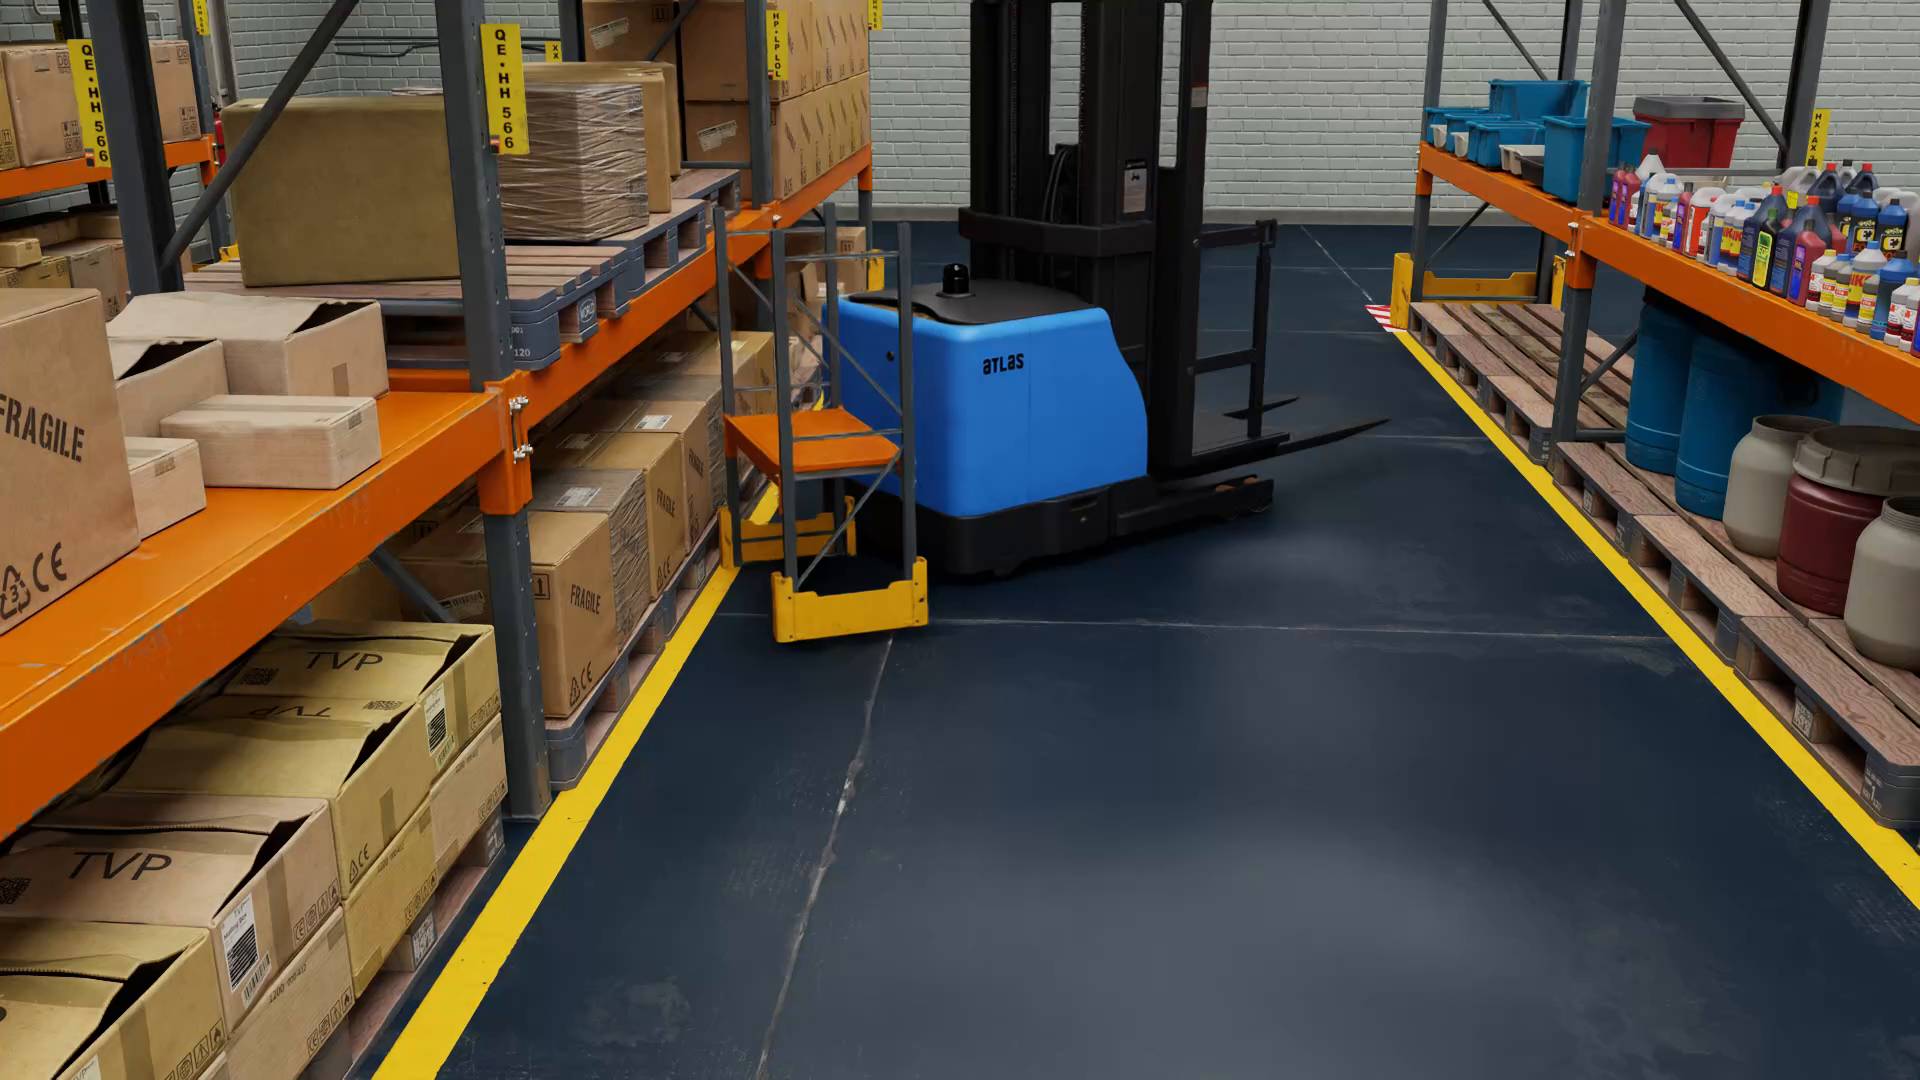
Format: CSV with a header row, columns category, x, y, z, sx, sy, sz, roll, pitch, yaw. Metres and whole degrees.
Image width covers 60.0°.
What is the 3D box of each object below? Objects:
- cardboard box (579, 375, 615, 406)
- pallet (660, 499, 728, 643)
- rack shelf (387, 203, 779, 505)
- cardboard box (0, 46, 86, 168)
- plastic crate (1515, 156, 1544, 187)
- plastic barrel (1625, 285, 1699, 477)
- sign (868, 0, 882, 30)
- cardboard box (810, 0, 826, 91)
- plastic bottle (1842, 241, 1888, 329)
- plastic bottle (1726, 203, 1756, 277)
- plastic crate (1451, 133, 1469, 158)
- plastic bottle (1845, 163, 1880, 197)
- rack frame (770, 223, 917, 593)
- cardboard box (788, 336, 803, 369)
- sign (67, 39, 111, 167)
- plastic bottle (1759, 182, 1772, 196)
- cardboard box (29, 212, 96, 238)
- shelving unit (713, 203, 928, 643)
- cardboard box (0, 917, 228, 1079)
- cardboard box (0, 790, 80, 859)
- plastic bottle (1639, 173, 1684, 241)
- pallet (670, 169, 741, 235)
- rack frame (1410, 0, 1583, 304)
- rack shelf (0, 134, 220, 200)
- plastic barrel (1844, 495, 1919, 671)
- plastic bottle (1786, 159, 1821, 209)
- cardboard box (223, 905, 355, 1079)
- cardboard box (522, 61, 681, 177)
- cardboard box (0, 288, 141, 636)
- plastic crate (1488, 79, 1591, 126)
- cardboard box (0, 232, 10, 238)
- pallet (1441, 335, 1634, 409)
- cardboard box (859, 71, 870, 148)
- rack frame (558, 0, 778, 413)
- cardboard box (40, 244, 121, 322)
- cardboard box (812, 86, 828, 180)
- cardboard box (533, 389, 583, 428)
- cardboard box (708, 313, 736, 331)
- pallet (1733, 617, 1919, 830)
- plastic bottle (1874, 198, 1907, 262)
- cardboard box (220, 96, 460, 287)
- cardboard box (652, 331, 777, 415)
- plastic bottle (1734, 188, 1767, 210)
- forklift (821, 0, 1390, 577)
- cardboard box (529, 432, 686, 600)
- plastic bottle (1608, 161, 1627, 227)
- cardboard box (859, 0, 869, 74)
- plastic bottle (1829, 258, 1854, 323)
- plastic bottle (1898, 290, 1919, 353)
category,x,y,z,sx,sy,sz,roll,pitch,yaw
cardboard box,-1.790,-0.421,7.200,0.500,0.500,0.500,2,18,5
pallet,-1.547,0.093,6.802,1.003,0.211,1.213,1,18,4
rack shelf,-1.585,-0.903,6.517,1.077,0.370,4.000,1,18,4
cardboard box,-6.227,-2.739,10.483,0.980,0.700,0.700,0,18,1
plastic crate,3.311,-2.006,9.072,0.437,0.125,0.590,1,18,4
plastic barrel,3.443,-0.788,7.706,0.600,0.901,0.708,1,18,4
sign,-0.603,-3.790,11.806,0.100,0.325,0.005,1,18,4
cardboard box,-1.053,-2.849,9.533,0.500,0.500,0.500,1,18,2
plastic bottle,2.886,-0.814,5.297,0.097,0.271,0.097,0,18,0
plastic bottle,2.960,-1.133,6.269,0.097,0.271,0.097,0,18,0
plastic crate,3.285,-2.522,10.630,0.250,0.136,0.298,1,18,4
plastic bottle,3.746,-1.381,6.898,0.144,0.351,0.185,1,18,4
rack frame,-0.409,-0.376,6.026,0.500,1.500,0.032,-6,17,-18
cardboard box,-1.144,-1.123,9.877,0.380,0.166,0.250,1,18,4
sign,-2.270,-1.145,4.369,0.100,0.325,0.005,1,18,4
plastic bottle,3.667,-1.527,7.586,0.097,0.201,0.097,0,18,0
cardboard box,-6.272,-2.204,11.630,0.380,0.149,0.250,1,18,4
shelving unit,-0.579,-0.509,6.497,0.587,1.500,1.083,-6,17,-18
cardboard box,-1.628,0.859,2.825,0.500,0.311,0.500,2,18,5
cardboard box,-2.127,0.695,3.326,0.500,0.311,0.500,1,18,2
plastic bottle,3.059,-1.446,7.219,0.152,0.276,0.135,1,18,4
pallet,-1.608,-1.529,7.580,1.003,0.211,1.213,1,18,4
rack frame,3.786,-2.997,11.751,1.000,3.000,0.127,1,18,4
rack shelf,-6.239,-2.255,10.642,1.077,0.370,4.000,1,18,4
plastic barrel,3.181,0.141,5.496,0.421,0.512,0.421,0,18,0
plastic bottle,3.616,-1.441,7.083,0.144,0.351,0.185,1,18,4
cardboard box,-1.595,0.969,3.391,0.500,0.250,0.500,2,18,5
cardboard box,-1.699,-1.971,7.786,0.700,0.500,0.500,-5,19,-15
cardboard box,-1.832,-0.150,2.902,0.500,0.500,0.500,0,18,1
plastic crate,3.948,-2.934,11.406,0.616,0.435,0.499,1,18,4
cardboard box,-6.345,-1.889,10.669,0.380,0.149,0.250,1,18,3
pallet,3.598,-1.038,10.253,1.003,0.211,1.213,1,18,4
cardboard box,-0.915,-3.011,11.633,0.500,0.500,0.500,2,18,6
rack frame,-1.442,-1.866,8.301,1.000,3.000,0.127,1,18,4
cardboard box,-6.118,-1.698,11.128,0.700,0.500,0.500,1,18,2
cardboard box,-1.062,-2.380,9.709,0.500,0.500,0.500,1,18,4
cardboard box,-1.826,-0.632,6.639,0.500,0.250,0.500,1,18,3
cardboard box,-1.630,-1.214,9.921,0.500,0.311,0.500,1,18,4
pallet,3.227,0.567,5.352,1.003,0.211,1.213,1,18,4
plastic bottle,3.579,-1.177,6.403,0.097,0.271,0.097,0,18,0
cardboard box,-1.796,-1.069,5.033,0.700,0.500,0.500,-5,19,-15
cardboard box,-1.191,-0.728,8.134,0.500,0.500,0.500,1,18,4
plastic bottle,3.171,-1.269,6.678,0.152,0.276,0.135,1,18,4
forklift,0.849,-1.595,7.584,3.031,2.935,1.130,-14,23,-37
cardboard box,-1.338,-0.098,6.214,0.500,0.500,0.500,1,18,3
plastic bottle,3.047,-1.594,7.659,0.061,0.283,0.133,1,18,4
cardboard box,-0.912,-3.487,11.480,0.500,0.500,0.500,1,18,3
plastic bottle,2.893,-0.811,5.400,0.097,0.201,0.097,0,18,0
plastic bottle,2.859,-0.660,4.938,0.097,0.201,0.097,0,18,0
